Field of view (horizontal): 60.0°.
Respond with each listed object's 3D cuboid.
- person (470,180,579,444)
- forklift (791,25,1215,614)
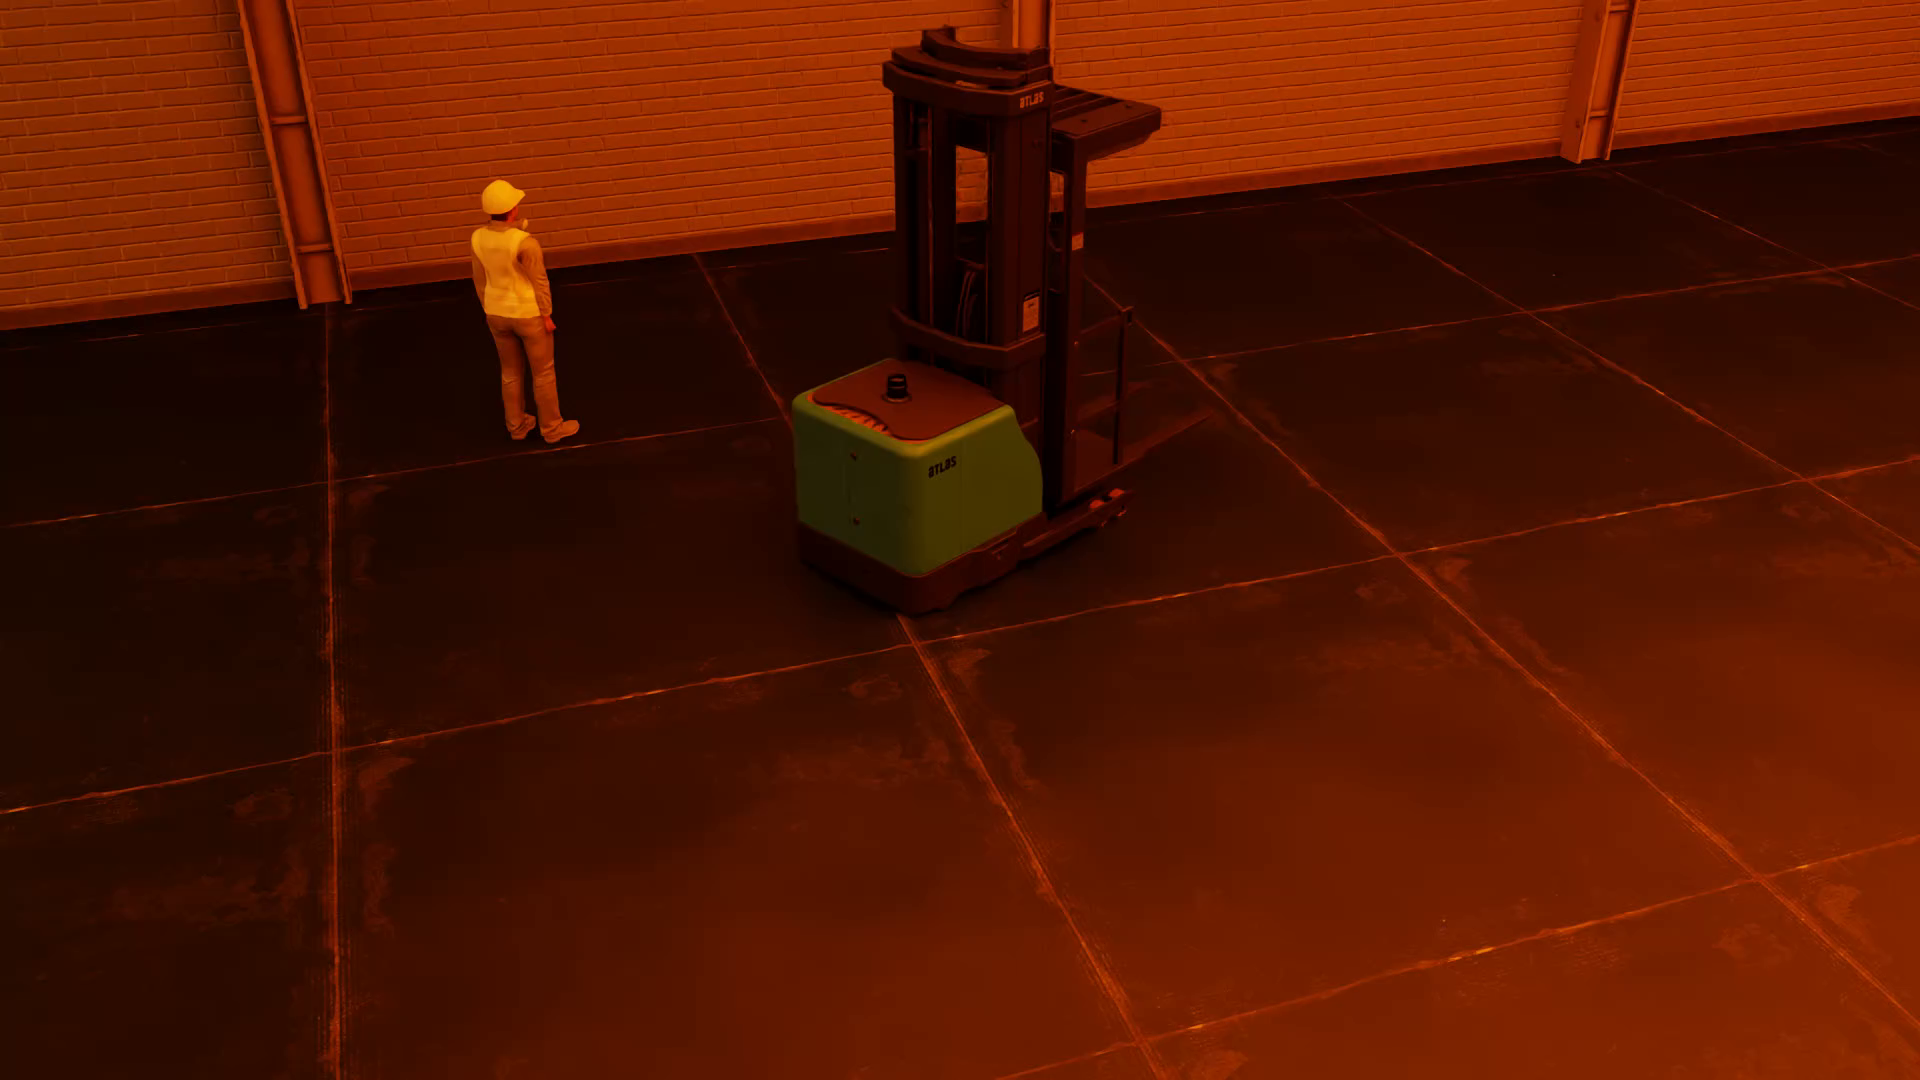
[{"bbox_3d":[-2.868,-1.484,10.829,0.526,1.777,0.368,9,31,15],"label":"person"},{"bbox_3d":[0.419,-1.505,9.703,1.130,2.935,3.031,25,38,37],"label":"forklift"}]
